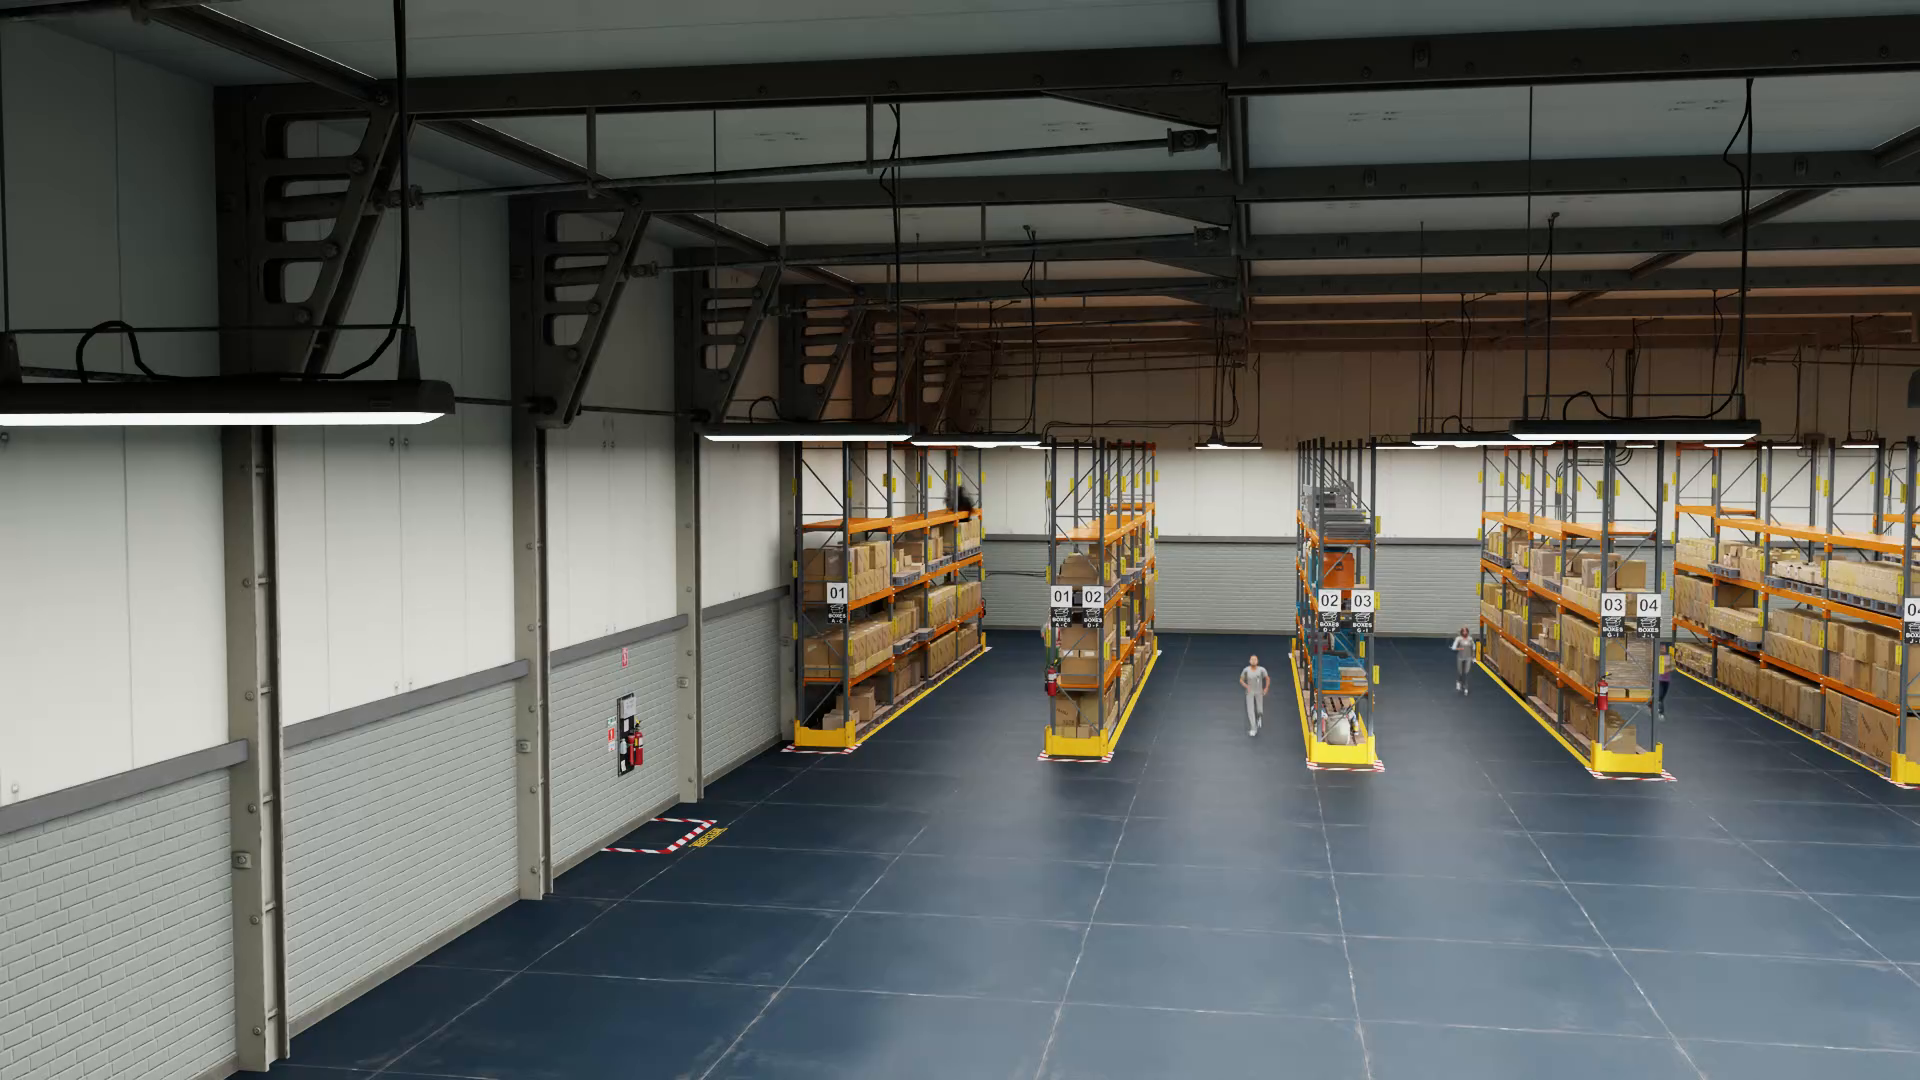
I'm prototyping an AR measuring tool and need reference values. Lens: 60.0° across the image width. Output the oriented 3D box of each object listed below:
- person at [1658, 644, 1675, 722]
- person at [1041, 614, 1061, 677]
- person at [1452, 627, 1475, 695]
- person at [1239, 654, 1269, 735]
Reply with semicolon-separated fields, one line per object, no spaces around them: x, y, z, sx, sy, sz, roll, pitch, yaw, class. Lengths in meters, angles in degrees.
14.996;3.026;35.572;0.518;1.634;0.755;0;3;1;person
2.307;2.662;40.964;0.645;1.819;0.733;0;3;9;person
11.889;2.831;39.250;0.568;1.584;0.852;0;3;6;person
5.958;3.127;33.662;0.601;1.636;0.578;1;3;10;person
